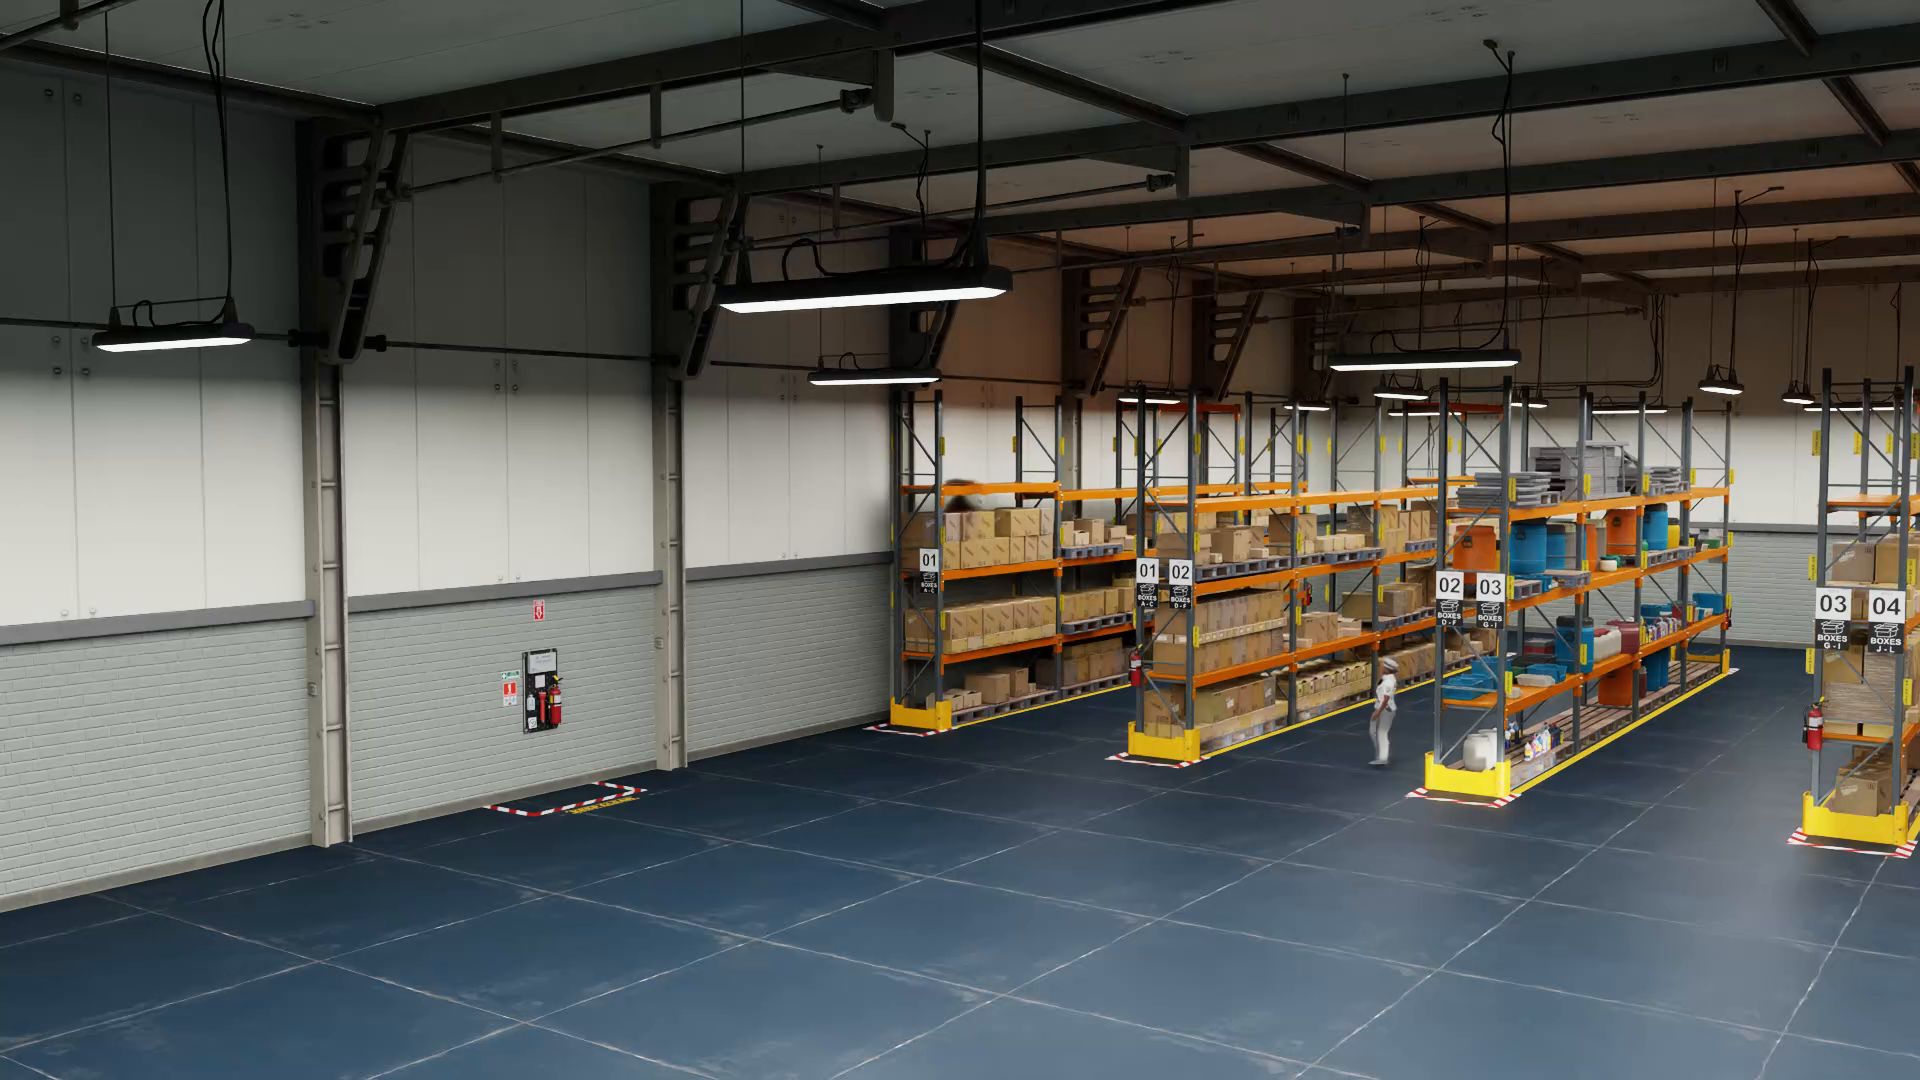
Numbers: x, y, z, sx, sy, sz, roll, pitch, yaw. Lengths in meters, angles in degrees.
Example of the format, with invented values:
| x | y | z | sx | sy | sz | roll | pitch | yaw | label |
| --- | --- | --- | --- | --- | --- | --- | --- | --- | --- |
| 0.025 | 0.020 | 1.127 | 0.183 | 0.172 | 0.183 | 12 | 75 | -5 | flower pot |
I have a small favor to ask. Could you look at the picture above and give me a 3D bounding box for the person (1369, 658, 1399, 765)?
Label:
| x | y | z | sx | sy | sz | roll | pitch | yaw | label |
| --- | --- | --- | --- | --- | --- | --- | --- | --- | --- |
| 6.650 | 2.722 | 26.192 | 0.470 | 1.742 | 0.517 | 0 | 3 | -6 | person |
